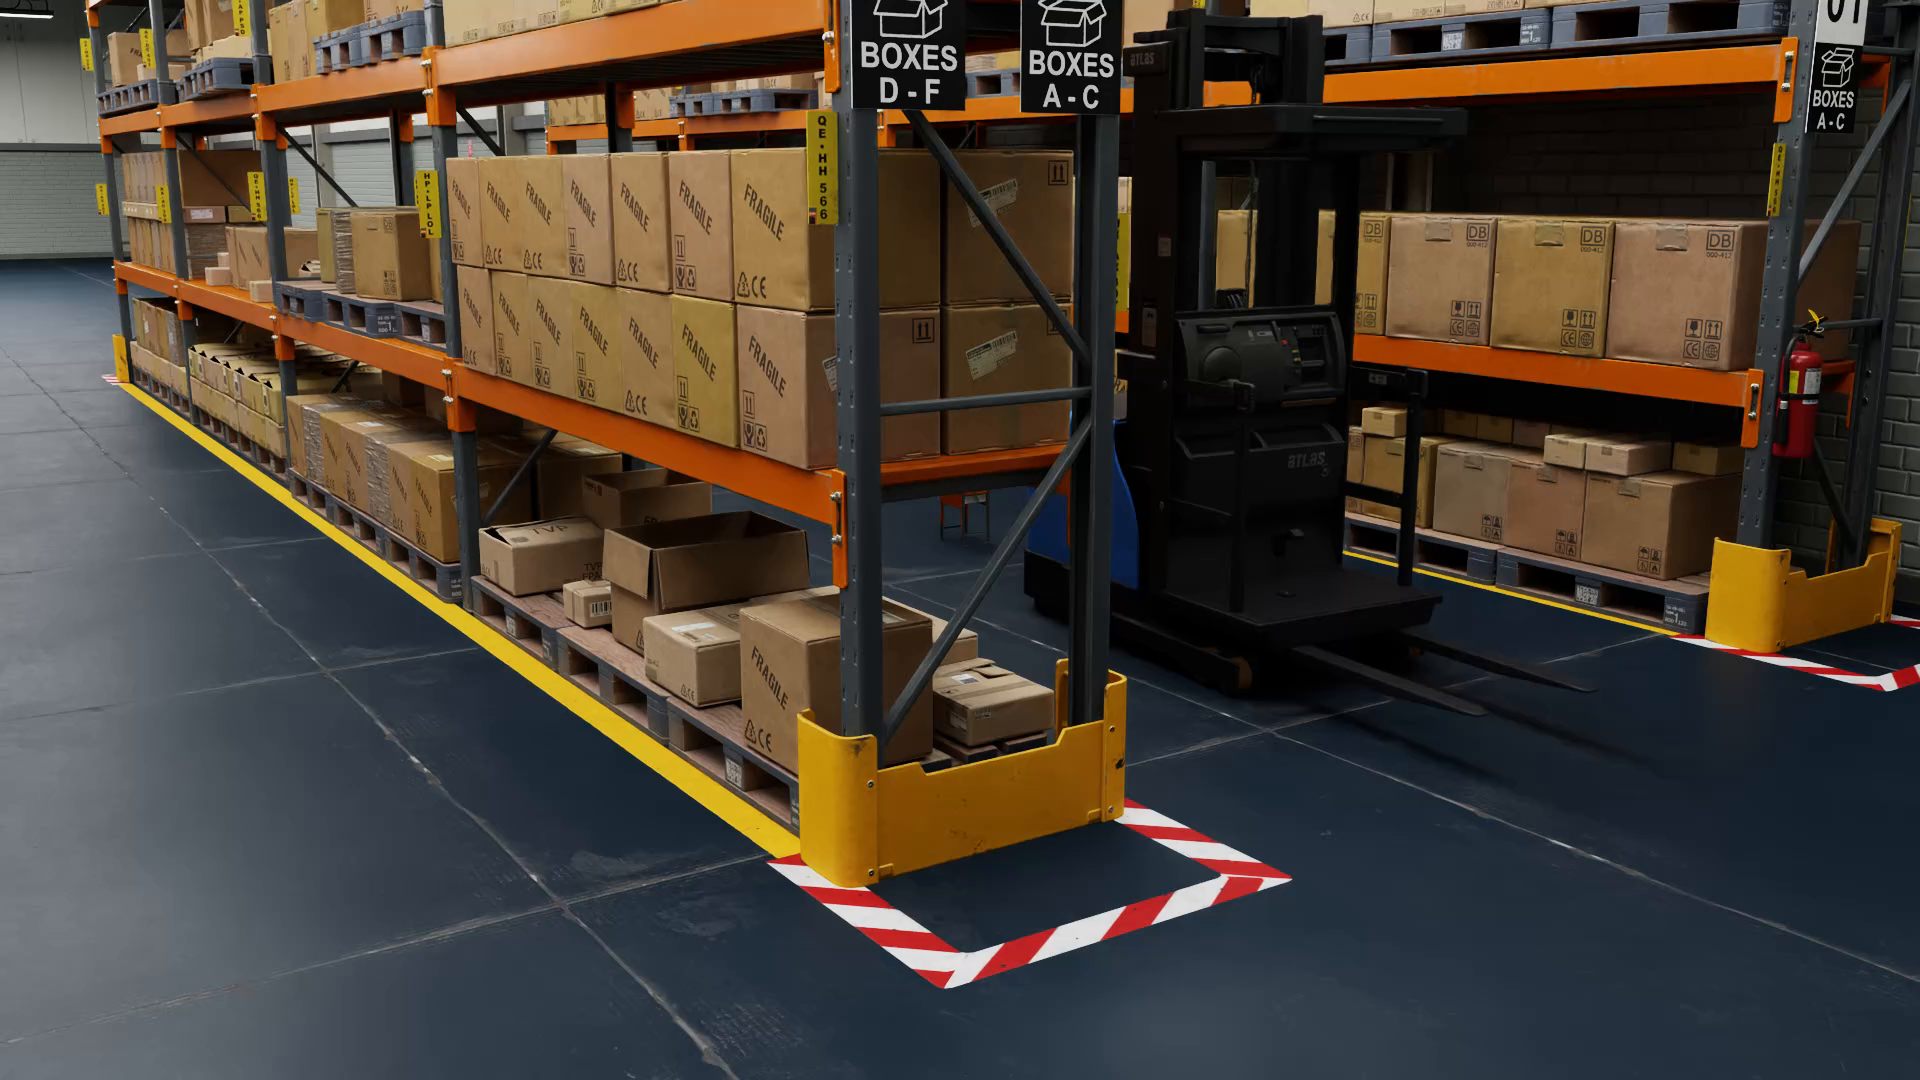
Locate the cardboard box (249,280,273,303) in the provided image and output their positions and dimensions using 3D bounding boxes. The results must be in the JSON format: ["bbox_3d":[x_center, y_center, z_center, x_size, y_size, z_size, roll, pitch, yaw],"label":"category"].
[{"bbox_3d":[-5.092,-1.865,12.457,0.380,0.149,0.250,-8,15,-33],"label":"cardboard box"}]

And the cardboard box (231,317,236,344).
[{"bbox_3d":[-6.860,-2.008,16.219,0.500,0.500,0.500,-8,15,-33],"label":"cardboard box"}]

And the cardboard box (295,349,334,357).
[{"bbox_3d":[-5.549,-1.489,14.289,0.500,0.311,0.500,-8,15,-33],"label":"cardboard box"}]

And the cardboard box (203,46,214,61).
[{"bbox_3d":[-5.940,-3.961,13.800,0.500,0.250,0.500,-10,16,-38],"label":"cardboard box"}]

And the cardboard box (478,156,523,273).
[{"bbox_3d":[-1.835,-1.478,7.522,0.500,0.500,0.500,-9,15,-35],"label":"cardboard box"}]

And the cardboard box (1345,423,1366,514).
[{"bbox_3d":[2.579,-0.485,10.427,0.700,0.500,0.500,-8,15,-33],"label":"cardboard box"}]

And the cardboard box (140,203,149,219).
[{"bbox_3d":[-8.043,-3.325,16.792,0.380,0.149,0.250,-8,15,-33],"label":"cardboard box"}]

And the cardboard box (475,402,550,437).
[{"bbox_3d":[-2.767,-0.802,10.073,0.500,0.250,0.500,-8,15,-33],"label":"cardboard box"}]

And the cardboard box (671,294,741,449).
[{"bbox_3d":[-0.697,-0.626,5.968,0.500,0.500,0.500,-8,15,-32],"label":"cardboard box"}]

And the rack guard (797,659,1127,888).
[{"bbox_3d":[0.026,0.770,5.671,1.175,0.500,0.348,-8,15,-33],"label":"rack guard"}]

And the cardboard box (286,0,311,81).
[{"bbox_3d":[-3.812,-3.210,10.765,0.910,0.500,0.500,-8,15,-33],"label":"cardboard box"}]

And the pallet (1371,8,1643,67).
[{"bbox_3d":[3.090,-2.795,9.306,1.003,0.211,1.213,-8,15,-33],"label":"pallet"}]

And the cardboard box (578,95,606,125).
[{"bbox_3d":[-4.139,-5.114,19.421,0.500,0.500,0.500,-7,14,-30],"label":"cardboard box"}]

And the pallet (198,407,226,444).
[{"bbox_3d":[-6.140,-1.083,14.821,1.003,0.211,1.213,-8,15,-33],"label":"pallet"}]

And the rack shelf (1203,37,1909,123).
[{"bbox_3d":[3.082,-2.494,9.409,1.077,0.370,4.000,-8,15,-33],"label":"rack shelf"}]

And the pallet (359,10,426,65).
[{"bbox_3d":[-2.451,-2.647,8.863,1.213,0.211,1.003,-8,15,-33],"label":"pallet"}]

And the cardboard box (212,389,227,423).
[{"bbox_3d":[-5.992,-1.150,14.051,0.500,0.250,0.500,-9,15,-34],"label":"cardboard box"}]

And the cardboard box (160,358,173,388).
[{"bbox_3d":[-7.577,-1.668,16.419,0.500,0.250,0.500,-8,15,-33],"label":"cardboard box"}]

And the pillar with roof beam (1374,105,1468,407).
[{"bbox_3d":[-0.502,-4.135,8.207,9.100,9.000,0.400,-8,15,-33],"label":"pillar with roof beam"}]

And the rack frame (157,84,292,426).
[{"bbox_3d":[-6.580,-2.572,15.101,1.000,3.000,0.127,-8,15,-33],"label":"rack frame"}]

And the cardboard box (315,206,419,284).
[{"bbox_3d":[-3.921,-2.016,11.341,0.500,0.500,0.700,9,15,36],"label":"cardboard box"}]

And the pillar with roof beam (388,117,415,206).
[{"bbox_3d":[-13.799,-8.403,27.725,9.100,9.000,0.400,-8,15,-33],"label":"pillar with roof beam"}]

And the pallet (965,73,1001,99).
[{"bbox_3d":[0.159,-3.712,13.737,1.213,0.211,1.003,-7,14,-30],"label":"pallet"}]

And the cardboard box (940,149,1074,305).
[{"bbox_3d":[0.042,-1.085,5.728,0.500,0.500,0.500,-8,14,-31],"label":"cardboard box"}]

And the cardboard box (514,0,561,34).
[{"bbox_3d":[-1.535,-2.247,6.945,0.500,0.250,0.500,-8,15,-33],"label":"cardboard box"}]

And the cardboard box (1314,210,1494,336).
[{"bbox_3d":[2.661,-1.654,10.200,0.980,0.700,0.700,-9,15,-34],"label":"cardboard box"}]

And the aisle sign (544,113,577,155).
[{"bbox_3d":[-4.964,-5.117,20.657,0.394,0.787,0.004,-8,15,-33],"label":"aisle sign"}]

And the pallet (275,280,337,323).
[{"bbox_3d":[-3.930,-1.654,11.355,1.213,0.211,1.003,-8,15,-33],"label":"pallet"}]

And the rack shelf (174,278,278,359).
[{"bbox_3d":[-5.472,-1.865,13.551,1.077,0.370,4.000,-8,15,-33],"label":"rack shelf"}]

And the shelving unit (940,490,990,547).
[{"bbox_3d":[0.030,-0.503,10.206,0.215,1.050,0.252,-8,15,-33],"label":"shelving unit"}]

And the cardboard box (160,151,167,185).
[{"bbox_3d":[-7.112,-3.422,15.719,0.700,0.500,0.500,-8,15,-33],"label":"cardboard box"}]

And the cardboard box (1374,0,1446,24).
[{"bbox_3d":[2.698,-3.045,9.379,0.500,0.250,0.500,-9,15,-34],"label":"cardboard box"}]

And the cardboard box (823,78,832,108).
[{"bbox_3d":[-0.866,-3.975,14.658,0.500,0.311,0.500,-8,15,-33],"label":"cardboard box"}]

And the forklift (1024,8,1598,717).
[{"bbox_3d":[1.500,-0.867,7.464,1.130,2.935,3.031,-7,14,-29],"label":"forklift"}]

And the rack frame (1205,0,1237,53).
[{"bbox_3d":[1.974,-4.667,10.638,1.000,3.000,0.127,-8,15,-33],"label":"rack frame"}]

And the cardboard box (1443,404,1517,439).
[{"bbox_3d":[3.111,-0.710,9.937,0.380,0.149,0.250,-8,15,-34],"label":"cardboard box"}]

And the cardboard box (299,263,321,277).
[{"bbox_3d":[-4.529,-1.887,12.177,0.500,0.311,0.500,-7,14,-29],"label":"cardboard box"}]

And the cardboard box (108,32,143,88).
[{"bbox_3d":[-8.104,-4.743,16.464,0.500,0.500,0.500,-8,15,-33],"label":"cardboard box"}]

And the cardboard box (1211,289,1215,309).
[{"bbox_3d":[1.551,-1.650,11.425,0.380,0.149,0.250,-8,15,-32],"label":"cardboard box"}]

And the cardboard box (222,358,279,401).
[{"bbox_3d":[-5.706,-1.331,13.569,0.500,0.311,0.500,-8,14,-31],"label":"cardboard box"}]

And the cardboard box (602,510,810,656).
[{"bbox_3d":[-1.103,0.189,7.289,0.797,0.503,0.637,-8,15,-33],"label":"cardboard box"}]

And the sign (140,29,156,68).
[{"bbox_3d":[-7.041,-4.262,14.415,0.100,0.325,0.005,-8,15,-33],"label":"sign"}]

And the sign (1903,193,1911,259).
[{"bbox_3d":[4.655,-1.551,8.220,0.100,0.325,0.005,-8,15,-33],"label":"sign"}]

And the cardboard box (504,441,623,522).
[{"bbox_3d":[-2.213,-0.258,9.340,0.500,0.500,0.500,-9,15,-35],"label":"cardboard box"}]

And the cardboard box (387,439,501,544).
[{"bbox_3d":[-2.927,-0.286,9.468,0.500,0.500,0.500,-8,15,-33],"label":"cardboard box"}]

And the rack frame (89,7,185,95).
[{"bbox_3d":[-8.796,-6.214,17.713,1.000,3.000,0.127,-8,15,-33],"label":"rack frame"}]

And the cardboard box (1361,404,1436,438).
[{"bbox_3d":[2.630,-0.716,9.967,0.380,0.149,0.250,-9,15,-34],"label":"cardboard box"}]

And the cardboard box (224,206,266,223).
[{"bbox_3d":[-6.568,-3.008,15.344,0.380,0.149,0.250,-8,15,-33],"label":"cardboard box"}]

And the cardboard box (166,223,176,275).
[{"bbox_3d":[-7.129,-2.792,15.873,0.700,0.500,0.500,-8,15,-33],"label":"cardboard box"}]

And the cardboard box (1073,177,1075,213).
[{"bbox_3d":[0.944,-2.542,12.232,0.500,0.250,0.500,-8,15,-32],"label":"cardboard box"}]

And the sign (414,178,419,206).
[{"bbox_3d":[-3.918,-2.453,12.034,0.100,0.325,0.005,-8,15,-33],"label":"sign"}]
